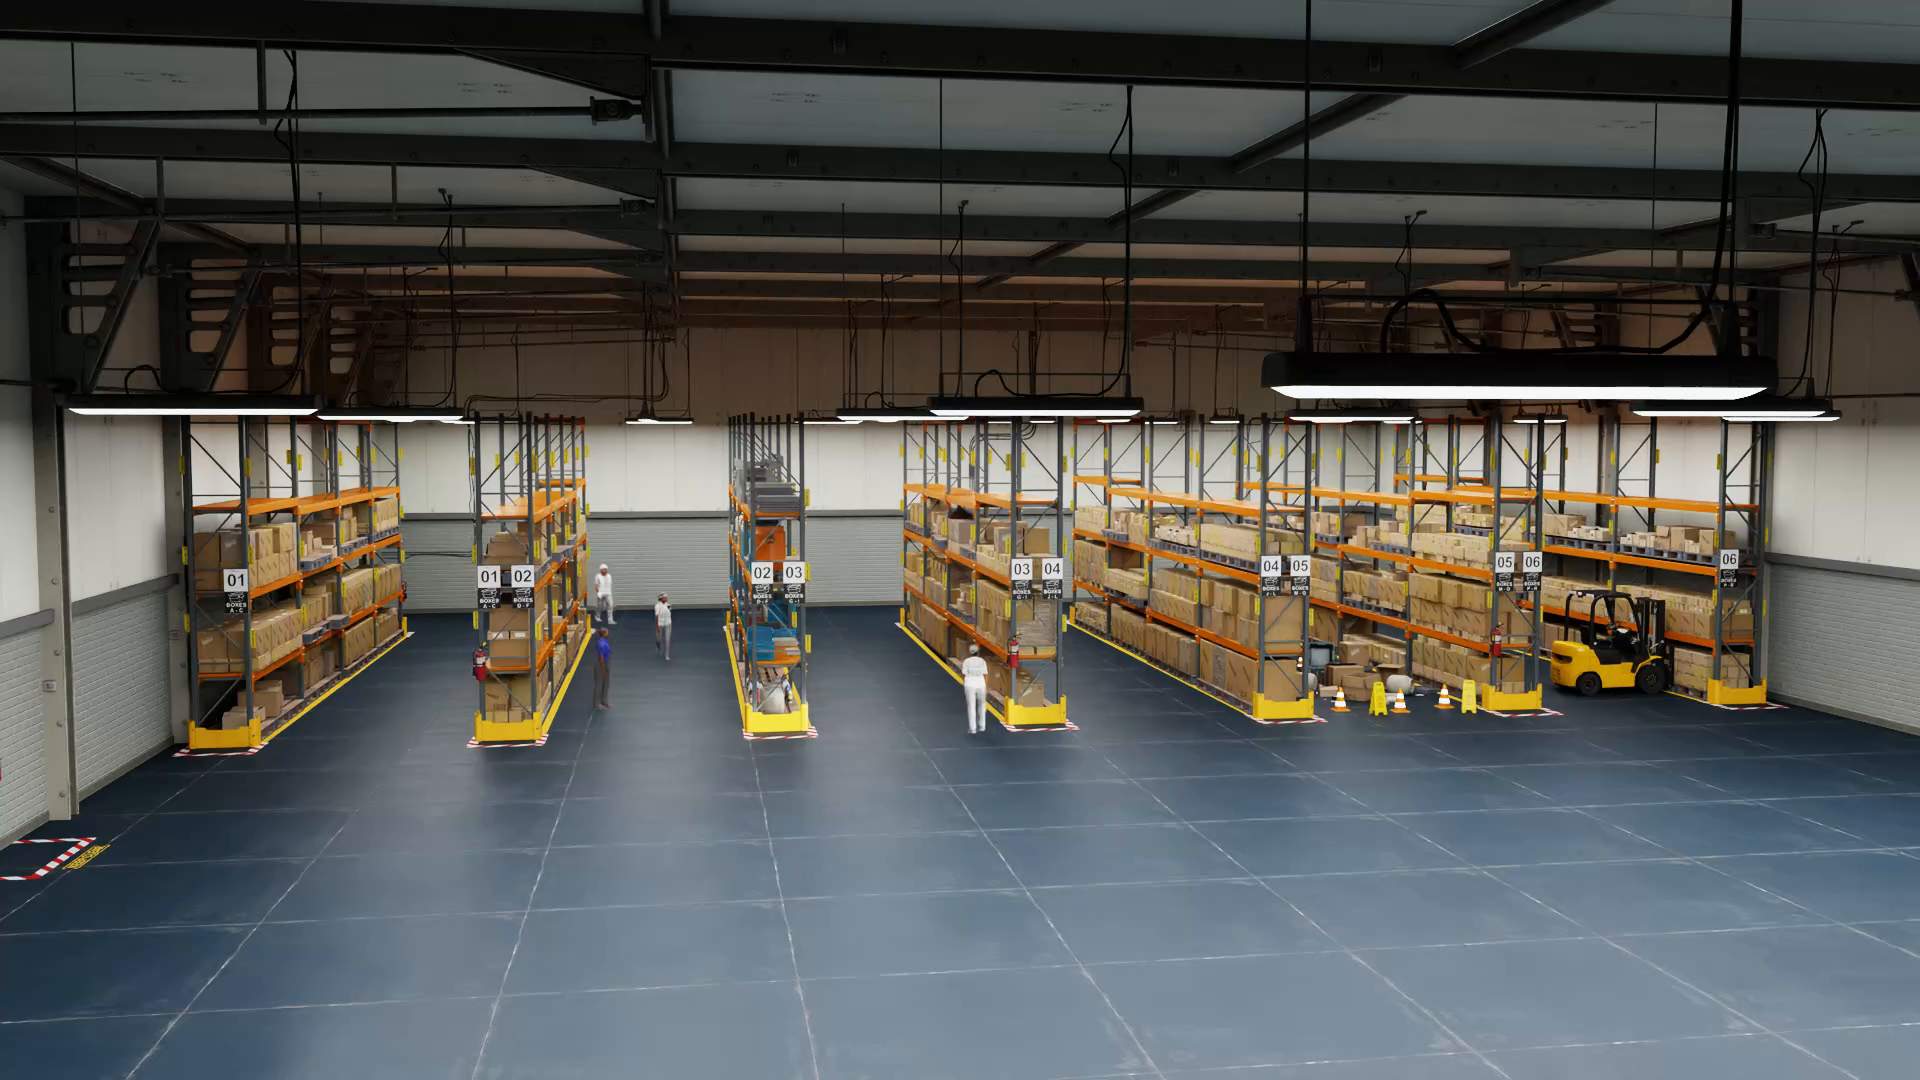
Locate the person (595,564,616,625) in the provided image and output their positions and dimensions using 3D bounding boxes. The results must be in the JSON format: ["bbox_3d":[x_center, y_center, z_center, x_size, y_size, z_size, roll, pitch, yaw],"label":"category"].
[{"bbox_3d":[-10.300,1.578,48.177,0.569,1.749,0.980,-3,5,-33],"label":"person"}]

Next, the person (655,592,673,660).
[{"bbox_3d":[-7.284,2.096,40.951,0.448,1.662,0.665,-1,4,-11],"label":"person"}]

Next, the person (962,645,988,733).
[{"bbox_3d":[0.283,2.792,31.106,0.485,1.696,0.708,0,4,0],"label":"person"}]

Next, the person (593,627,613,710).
[{"bbox_3d":[-7.264,2.634,33.828,0.358,1.596,0.534,0,4,5],"label":"person"}]
